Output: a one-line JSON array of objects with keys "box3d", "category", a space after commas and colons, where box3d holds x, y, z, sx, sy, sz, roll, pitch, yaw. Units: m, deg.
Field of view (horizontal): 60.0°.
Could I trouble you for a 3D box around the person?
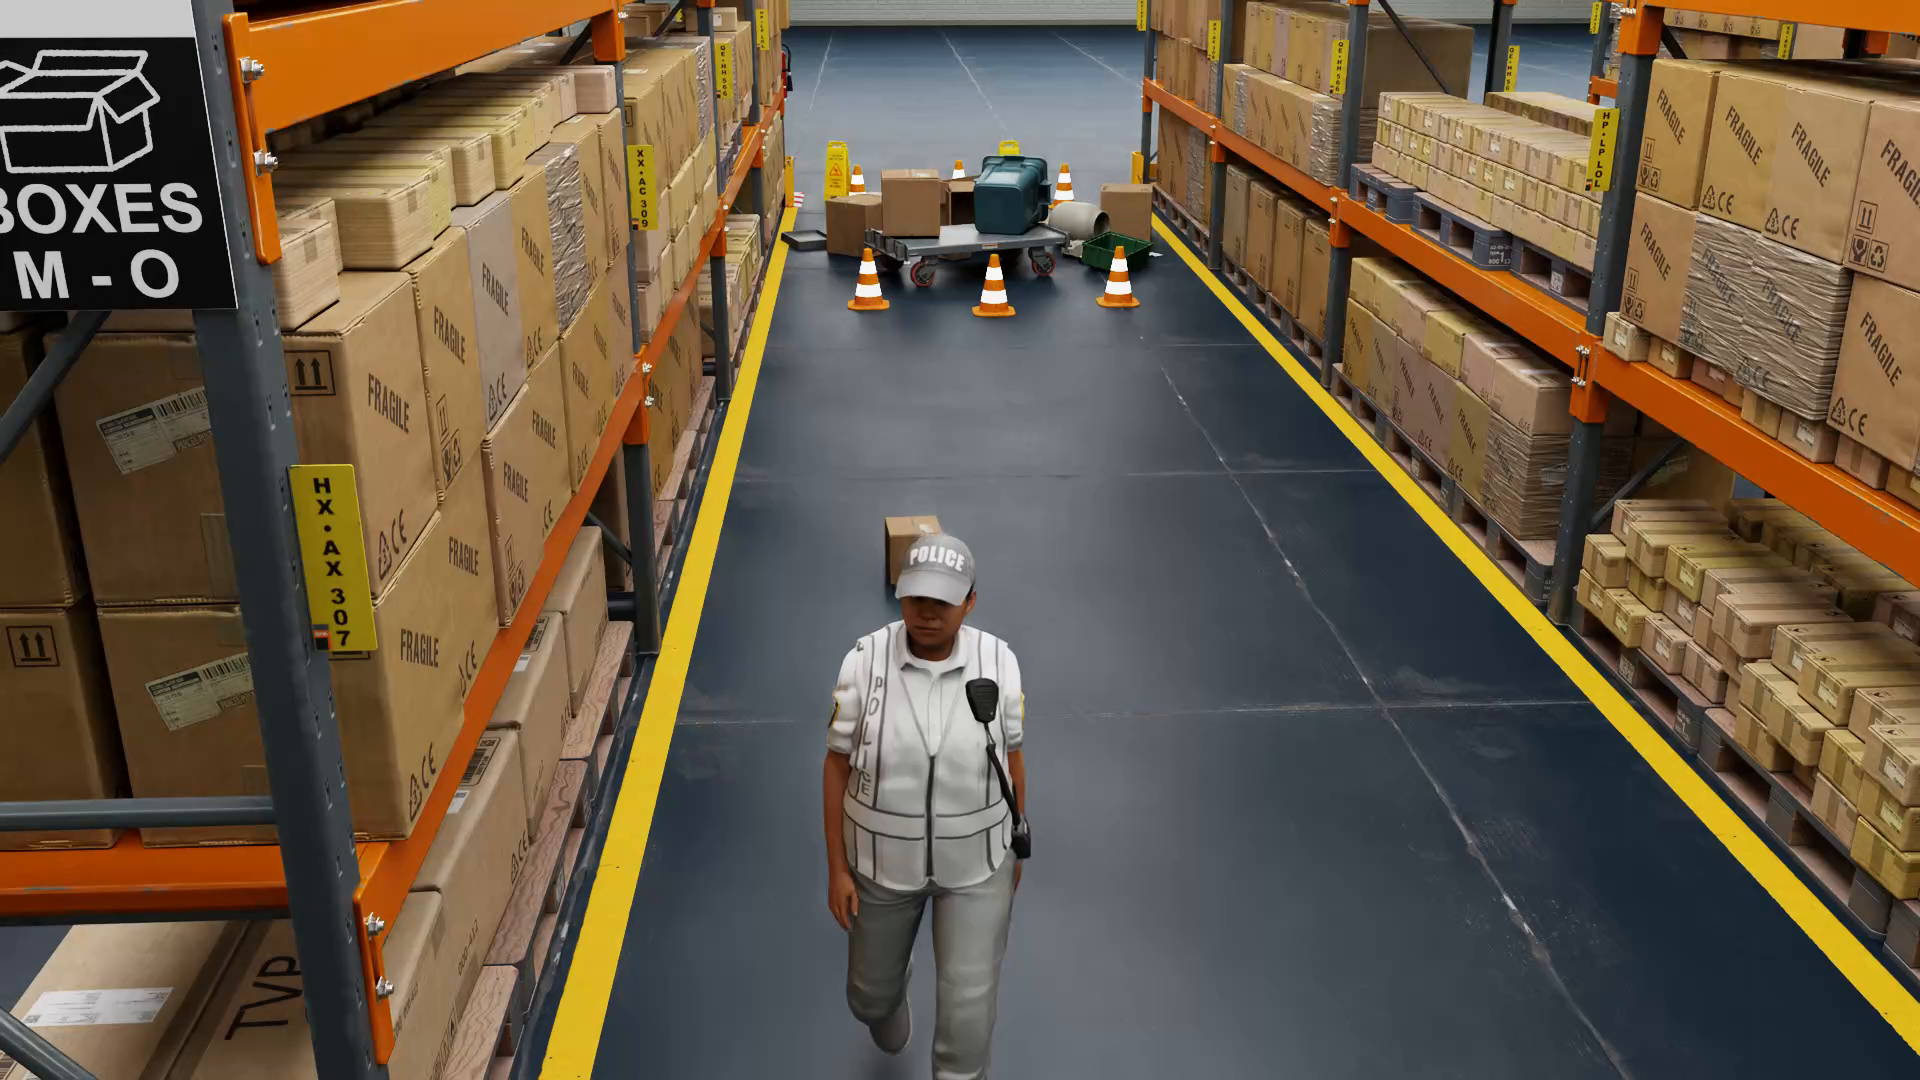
[{"box3d": [-0.077, 0.754, 4.049, 0.498, 1.627, 0.828, 0, 21, 1], "category": "person"}]
